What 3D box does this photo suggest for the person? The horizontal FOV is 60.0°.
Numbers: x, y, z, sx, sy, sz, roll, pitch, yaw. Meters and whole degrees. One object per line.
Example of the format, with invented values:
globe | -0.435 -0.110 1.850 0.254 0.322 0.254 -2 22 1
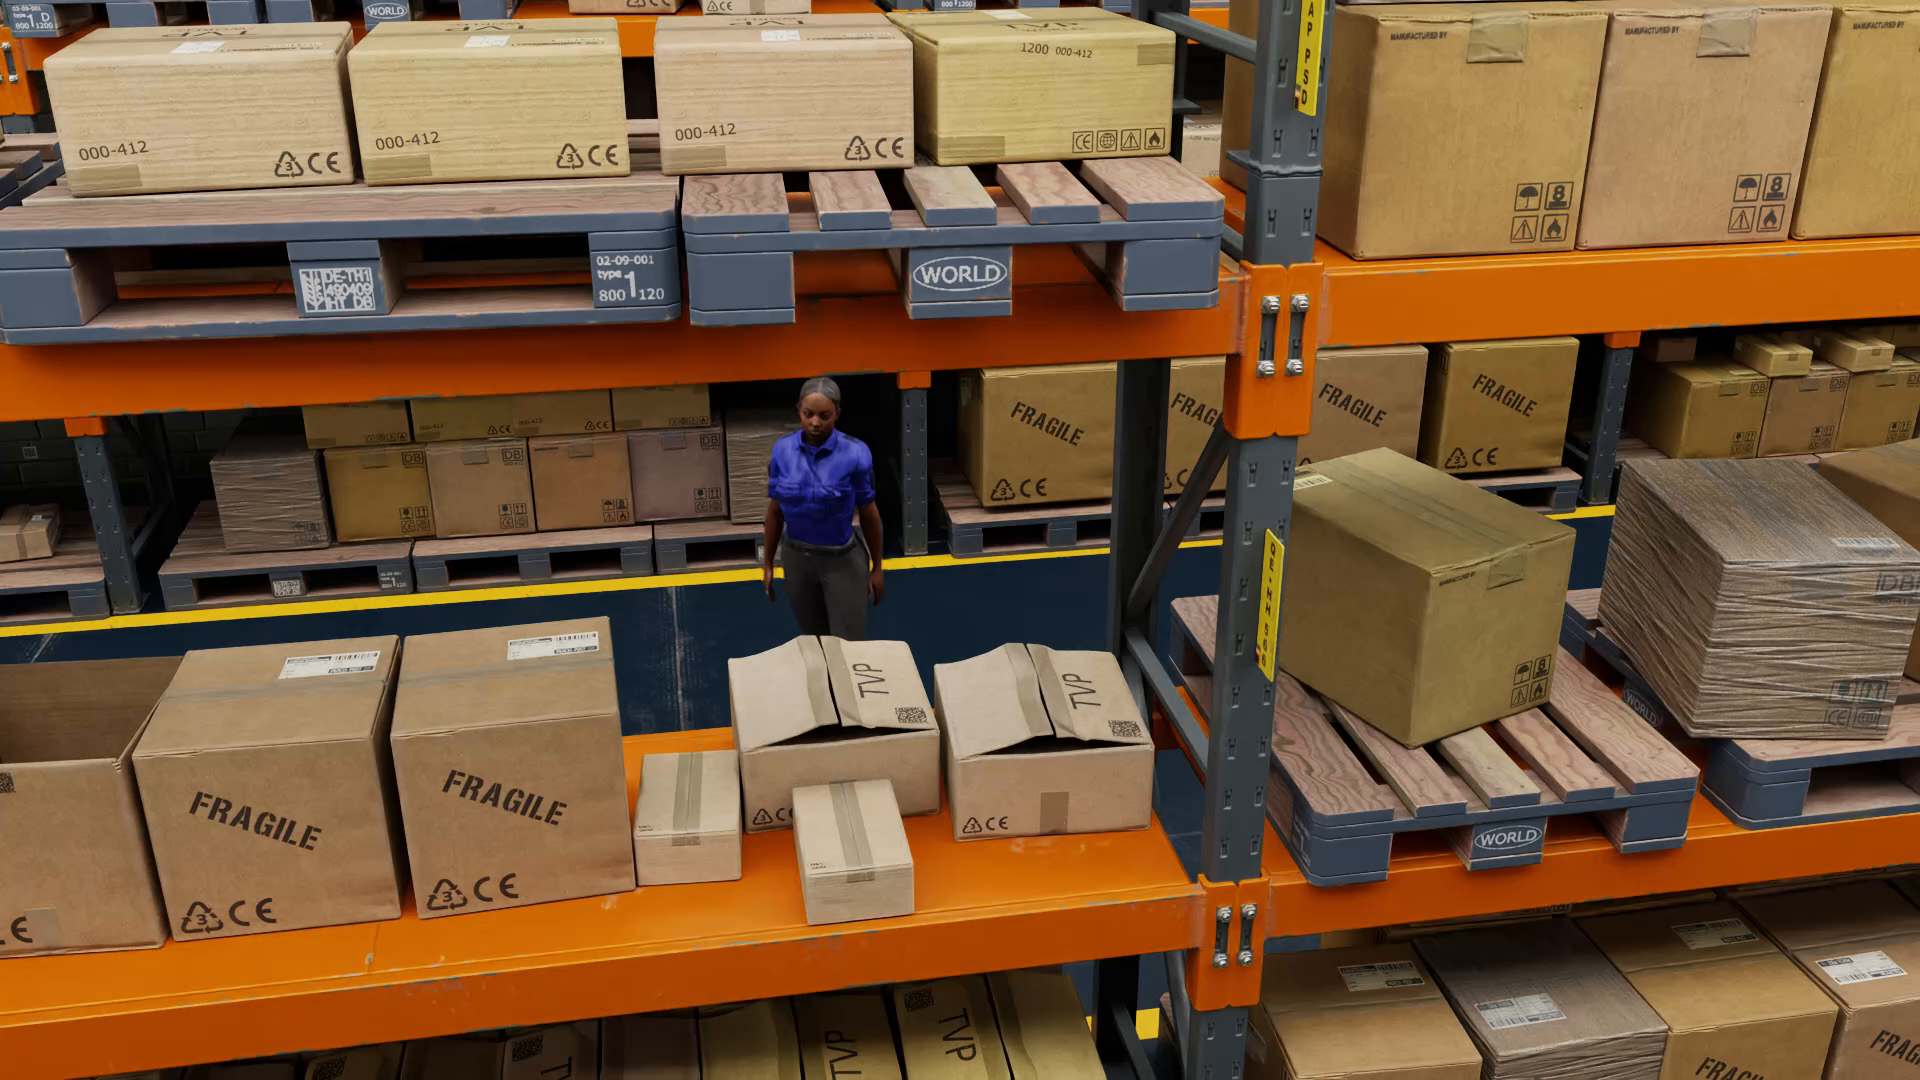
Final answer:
person | -0.578 0.144 6.752 0.504 1.650 0.585 8 25 17
